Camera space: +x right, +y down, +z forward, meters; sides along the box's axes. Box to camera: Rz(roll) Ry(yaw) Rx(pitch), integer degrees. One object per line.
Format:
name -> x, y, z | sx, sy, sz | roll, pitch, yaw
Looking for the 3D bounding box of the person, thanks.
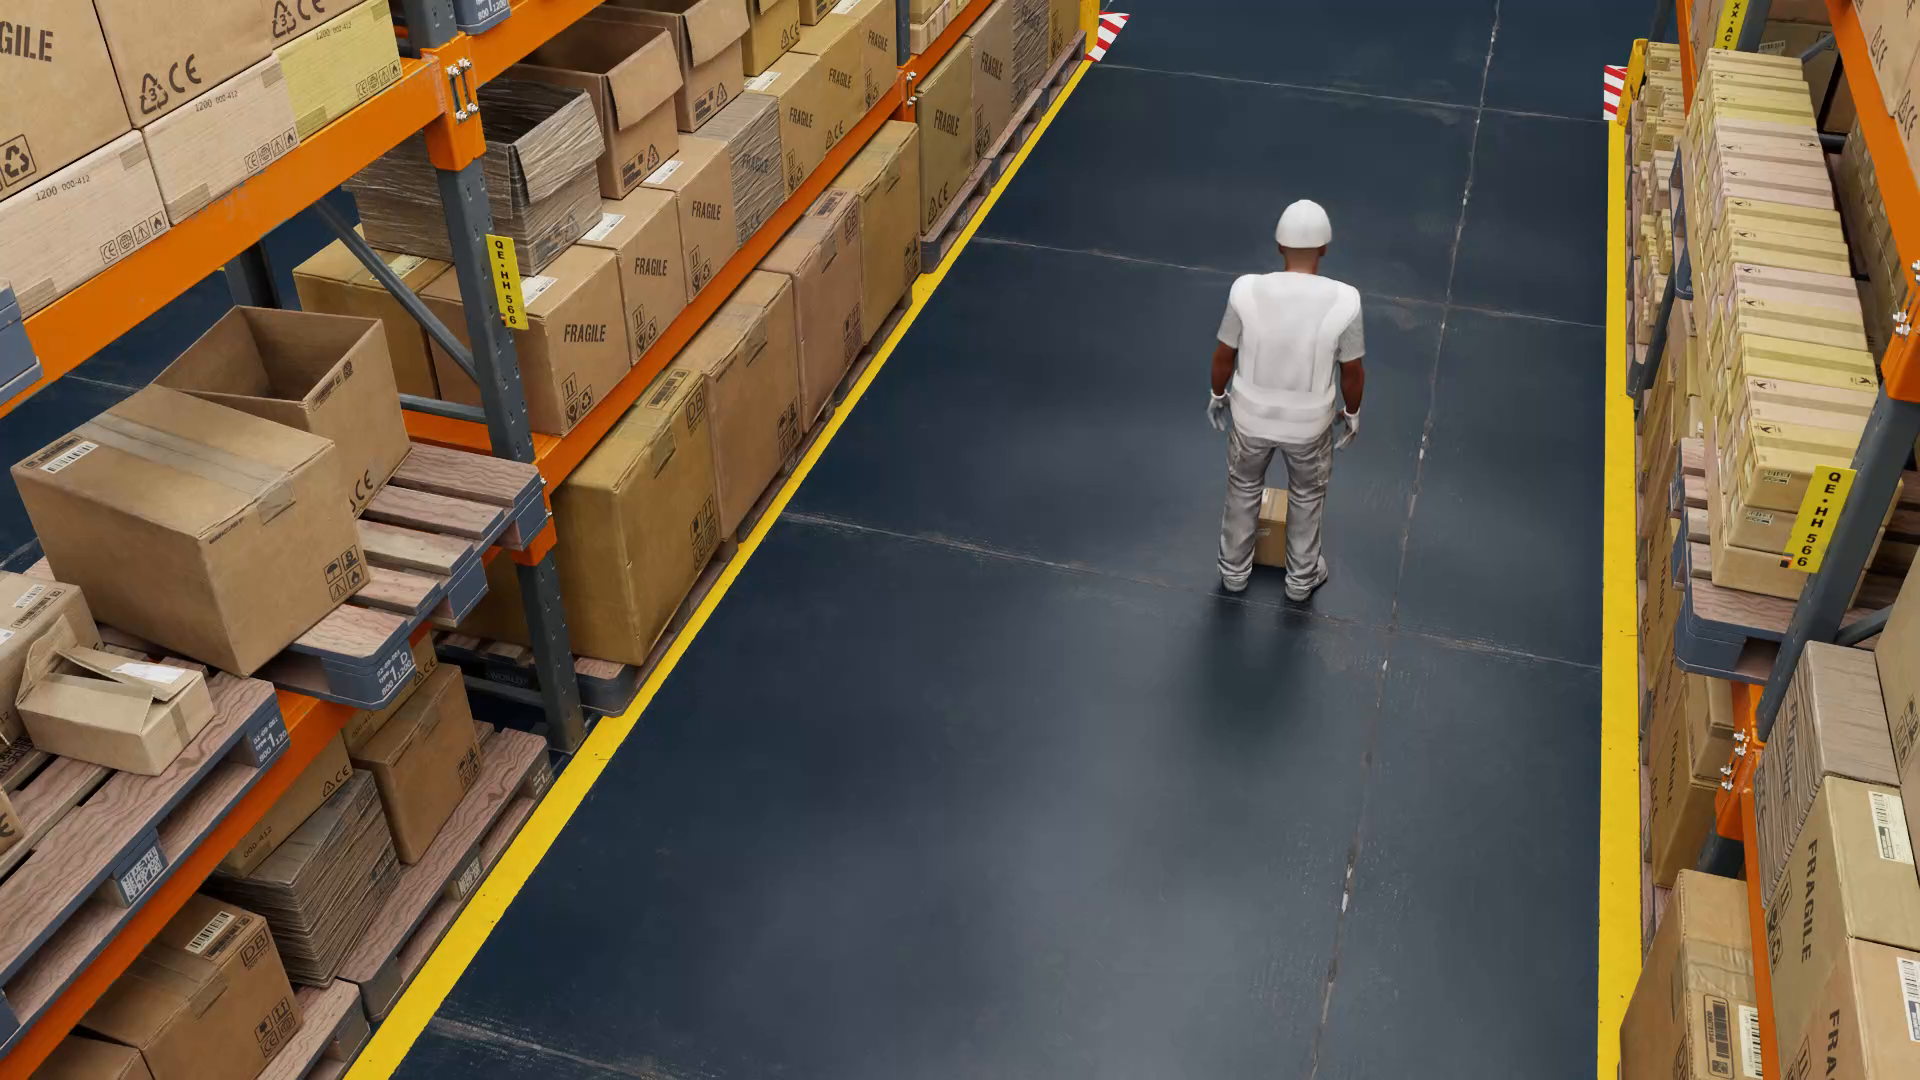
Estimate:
person -> 1.338, -0.539, 6.863 | 0.621, 1.774, 0.453 | 10, 38, 13
